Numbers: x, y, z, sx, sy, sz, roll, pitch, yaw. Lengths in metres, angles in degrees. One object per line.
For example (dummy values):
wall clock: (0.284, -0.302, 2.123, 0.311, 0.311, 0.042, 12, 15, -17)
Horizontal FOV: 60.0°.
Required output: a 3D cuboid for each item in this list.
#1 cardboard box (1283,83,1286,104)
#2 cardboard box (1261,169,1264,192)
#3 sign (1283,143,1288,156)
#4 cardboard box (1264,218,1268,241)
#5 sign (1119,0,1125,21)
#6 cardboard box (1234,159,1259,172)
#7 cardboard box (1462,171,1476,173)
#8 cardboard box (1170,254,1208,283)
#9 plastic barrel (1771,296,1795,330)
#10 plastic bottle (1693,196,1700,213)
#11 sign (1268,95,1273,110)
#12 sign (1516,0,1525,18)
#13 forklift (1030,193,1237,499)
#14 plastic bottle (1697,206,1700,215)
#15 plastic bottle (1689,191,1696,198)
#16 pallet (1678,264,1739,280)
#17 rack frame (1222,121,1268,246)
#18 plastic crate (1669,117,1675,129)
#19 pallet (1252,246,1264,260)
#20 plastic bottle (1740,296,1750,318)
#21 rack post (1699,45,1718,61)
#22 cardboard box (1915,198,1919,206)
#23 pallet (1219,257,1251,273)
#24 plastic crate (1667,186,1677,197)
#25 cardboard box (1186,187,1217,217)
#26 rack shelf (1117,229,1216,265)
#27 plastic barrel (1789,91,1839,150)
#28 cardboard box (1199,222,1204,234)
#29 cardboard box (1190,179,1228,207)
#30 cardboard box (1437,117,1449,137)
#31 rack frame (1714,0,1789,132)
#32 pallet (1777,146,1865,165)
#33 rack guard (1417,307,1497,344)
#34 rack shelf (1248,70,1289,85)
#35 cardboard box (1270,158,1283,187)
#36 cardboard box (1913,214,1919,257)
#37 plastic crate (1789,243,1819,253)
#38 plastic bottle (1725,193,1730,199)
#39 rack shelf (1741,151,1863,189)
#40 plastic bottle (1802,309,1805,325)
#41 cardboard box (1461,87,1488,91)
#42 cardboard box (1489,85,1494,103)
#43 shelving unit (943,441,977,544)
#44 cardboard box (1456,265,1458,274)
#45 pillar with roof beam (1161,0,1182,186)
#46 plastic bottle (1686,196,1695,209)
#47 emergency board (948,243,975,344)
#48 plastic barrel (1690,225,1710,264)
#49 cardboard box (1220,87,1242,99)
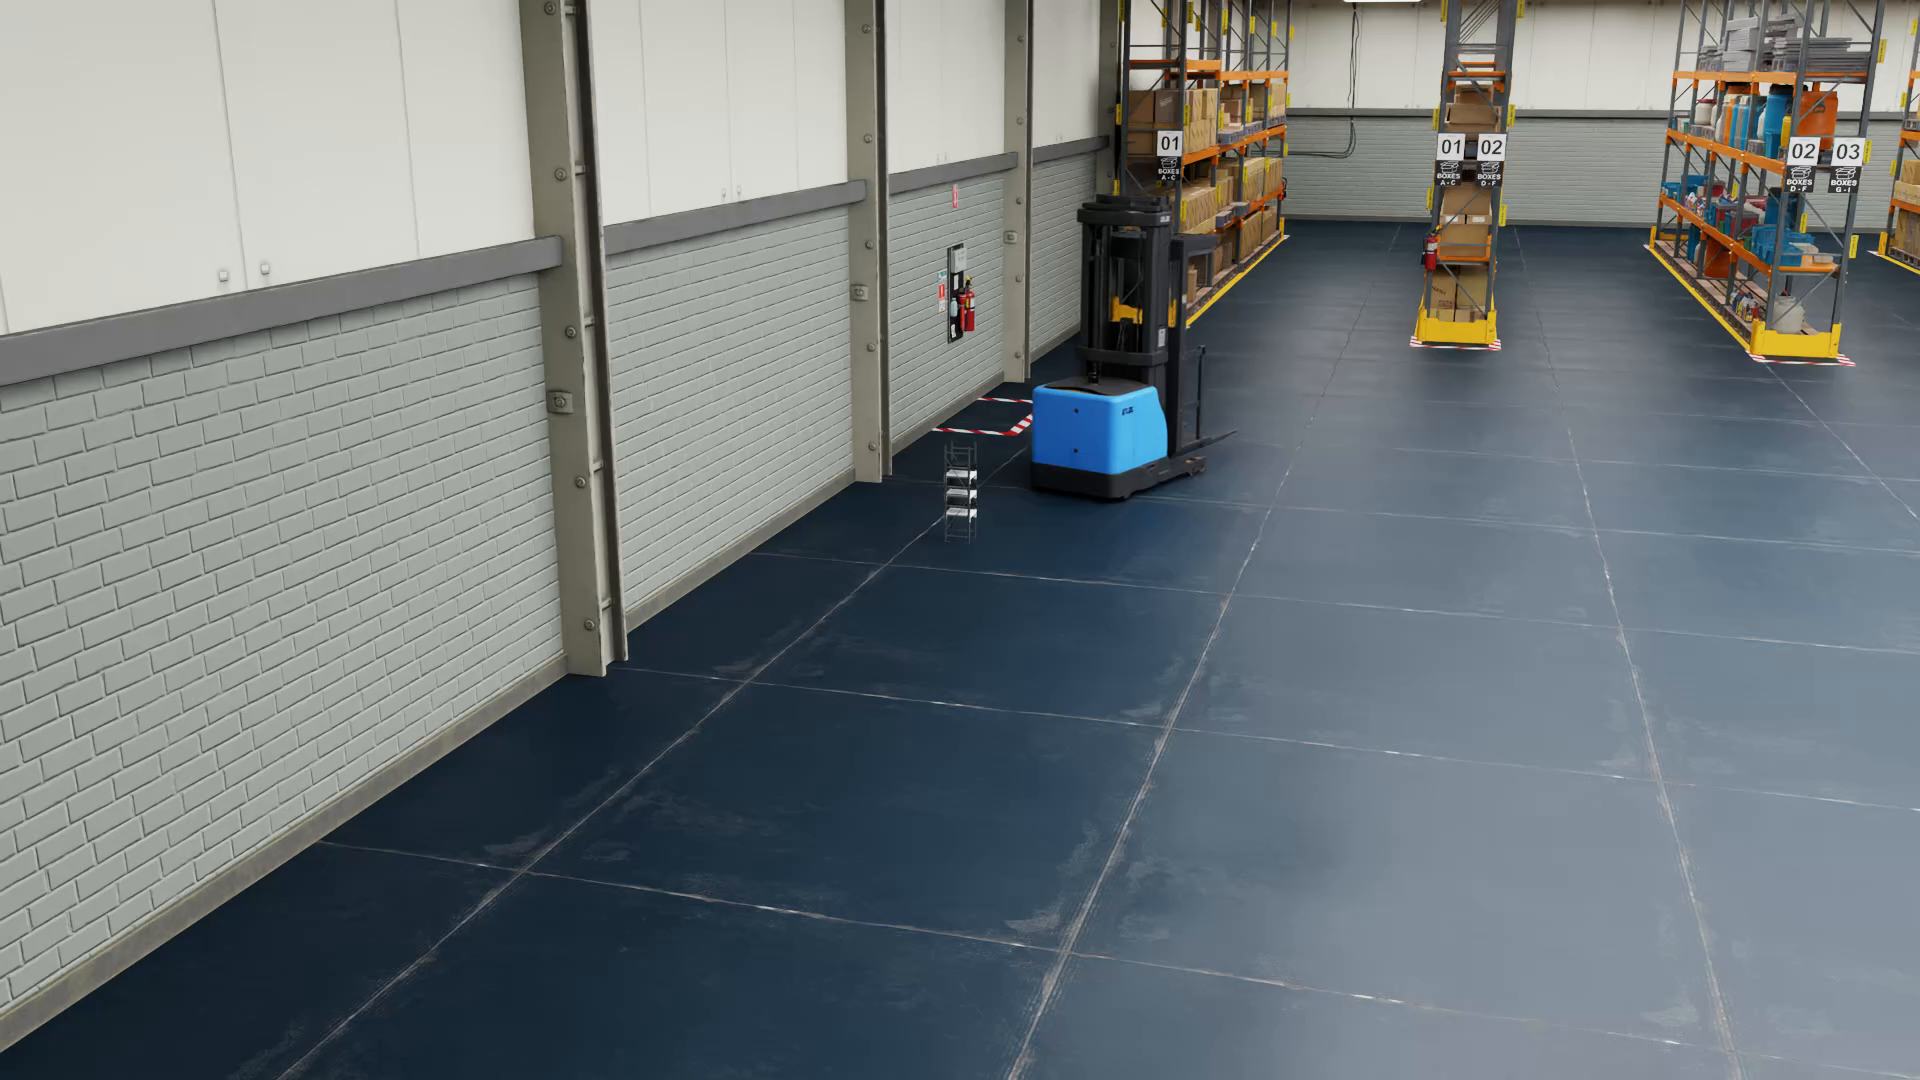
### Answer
cardboard box: (7.714, -10.949, 40.806, 0.500, 0.500, 0.500, 5, 16, 16)
cardboard box: (6.634, -8.194, 37.876, 0.500, 0.500, 0.500, 4, 16, 15)
sign: (8.177, -9.805, 41.766, 0.100, 0.325, 0.005, 5, 16, 16)
cardboard box: (6.980, -7.452, 39.836, 0.700, 0.500, 0.500, 4, 16, 15)
sign: (2.587, -8.454, 26.562, 0.100, 0.325, 0.005, 5, 16, 16)
cardboard box: (6.337, -8.286, 36.828, 0.500, 0.250, 0.500, 5, 17, 17)
cardboard box: (8.738, -6.081, 28.630, 0.700, 0.500, 0.500, 5, 16, 16)
cardboard box: (4.443, -5.243, 32.013, 0.700, 0.500, 0.500, 5, 17, 18)
plastic barrel: (12.868, -3.540, 26.023, 0.421, 0.512, 0.421, 0, 16, 0)
plastic bottle: (15.092, -6.854, 34.009, 0.144, 0.351, 0.185, 5, 16, 16)
sign: (7.047, -9.937, 37.766, 0.100, 0.325, 0.005, 5, 16, 16)
sign: (8.394, -7.978, 24.883, 0.100, 0.325, 0.005, 5, 16, 16)
forklift: (1.988, -2.162, 17.500, 1.130, 2.935, 3.031, 11, 19, 34)
plastic bottle: (14.901, -6.629, 33.489, 0.097, 0.201, 0.097, 0, 16, 0)
plastic bottle: (15.600, -7.264, 35.453, 0.144, 0.351, 0.185, 5, 16, 16)
pallet: (15.418, -5.505, 34.271, 1.003, 0.211, 1.213, 5, 16, 16)
rack frame: (6.524, -8.133, 38.428, 1.000, 3.000, 0.127, 5, 16, 16)
plastic crate: (16.782, -9.713, 38.738, 0.497, 0.269, 0.590, 5, 16, 16)
pallet: (6.376, -6.584, 38.076, 1.003, 0.211, 1.213, 5, 16, 16)
plastic bottle: (12.894, -3.821, 27.273, 0.144, 0.351, 0.185, 5, 17, 18)
rack post: (15.753, -9.997, 34.142, 0.937, 0.300, 0.954, 4, 16, 15)
cardboard box: (20.908, -7.302, 35.956, 0.380, 0.149, 0.250, 4, 16, 15)
pallet: (5.683, -5.946, 35.825, 1.003, 0.211, 1.213, 5, 16, 16)
plastic crate: (16.399, -7.976, 38.071, 0.416, 0.233, 0.300, 5, 16, 16)
cardboard box: (4.412, -6.191, 30.444, 0.500, 0.500, 0.500, 5, 16, 16)
rack shelf: (3.682, -5.171, 29.302, 1.077, 0.370, 4.000, 5, 16, 16)
plastic barrel: (12.628, -6.214, 24.608, 0.600, 0.830, 0.708, 5, 16, 16)
cardboard box: (3.987, -5.436, 29.157, 0.500, 0.250, 0.500, 5, 17, 16)
cardboard box: (4.930, -6.895, 33.073, 0.700, 0.500, 0.500, 5, 16, 16)
cardboard box: (8.096, -6.747, 27.182, 0.500, 0.311, 0.500, 7, 17, 22)
rack frame: (14.885, -9.205, 31.211, 1.000, 3.000, 0.127, 5, 16, 16)
pallet: (12.941, -5.787, 25.003, 1.003, 0.211, 1.213, 5, 16, 16)
rack guard: (7.857, -3.402, 26.327, 1.175, 0.500, 0.348, 5, 16, 16)
rack shelf: (7.092, -11.004, 39.607, 1.077, 0.370, 4.000, 5, 16, 16)
cardboard box: (7.525, -9.190, 41.603, 0.980, 0.700, 0.700, 5, 17, 18)
cardboard box: (21.291, -6.563, 36.015, 0.875, 0.875, 0.875, 5, 16, 16)
plastic crate: (13.530, -4.701, 26.809, 0.530, 0.136, 0.437, 5, 16, 16)
plastic bottle: (16.075, -7.075, 34.789, 0.144, 0.351, 0.185, 5, 16, 16)
rack shelf: (13.180, -5.846, 26.184, 1.077, 0.370, 4.000, 5, 16, 16)
plastic bottle: (13.426, -3.575, 26.550, 0.097, 0.271, 0.097, 0, 16, 0)
cardboard box: (10.267, -8.789, 33.229, 0.500, 0.500, 0.500, 5, 16, 16)
cardboard box: (11.654, -9.972, 37.399, 0.700, 0.500, 0.500, 5, 16, 16)
shelving unit: (0.002, -0.435, 15.135, 0.258, 0.900, 0.210, 5, 16, 16)
cardboard box: (8.841, -4.934, 30.391, 0.500, 0.311, 0.500, 5, 16, 16)
pillar with roof beam: (8.316, -9.366, 31.780, 9.100, 9.000, 0.400, 5, 16, 16)
plastic bottle: (15.421, -7.118, 35.076, 0.152, 0.276, 0.135, 5, 16, 16)
emergency board: (0.039, -3.031, 20.438, 0.194, 1.169, 0.643, 5, 16, 16)
plastic barrel: (15.650, -6.231, 34.798, 0.600, 0.901, 0.708, 5, 16, 16)
cardboard box: (6.005, -9.831, 36.553, 0.500, 0.250, 0.500, 4, 16, 14)
